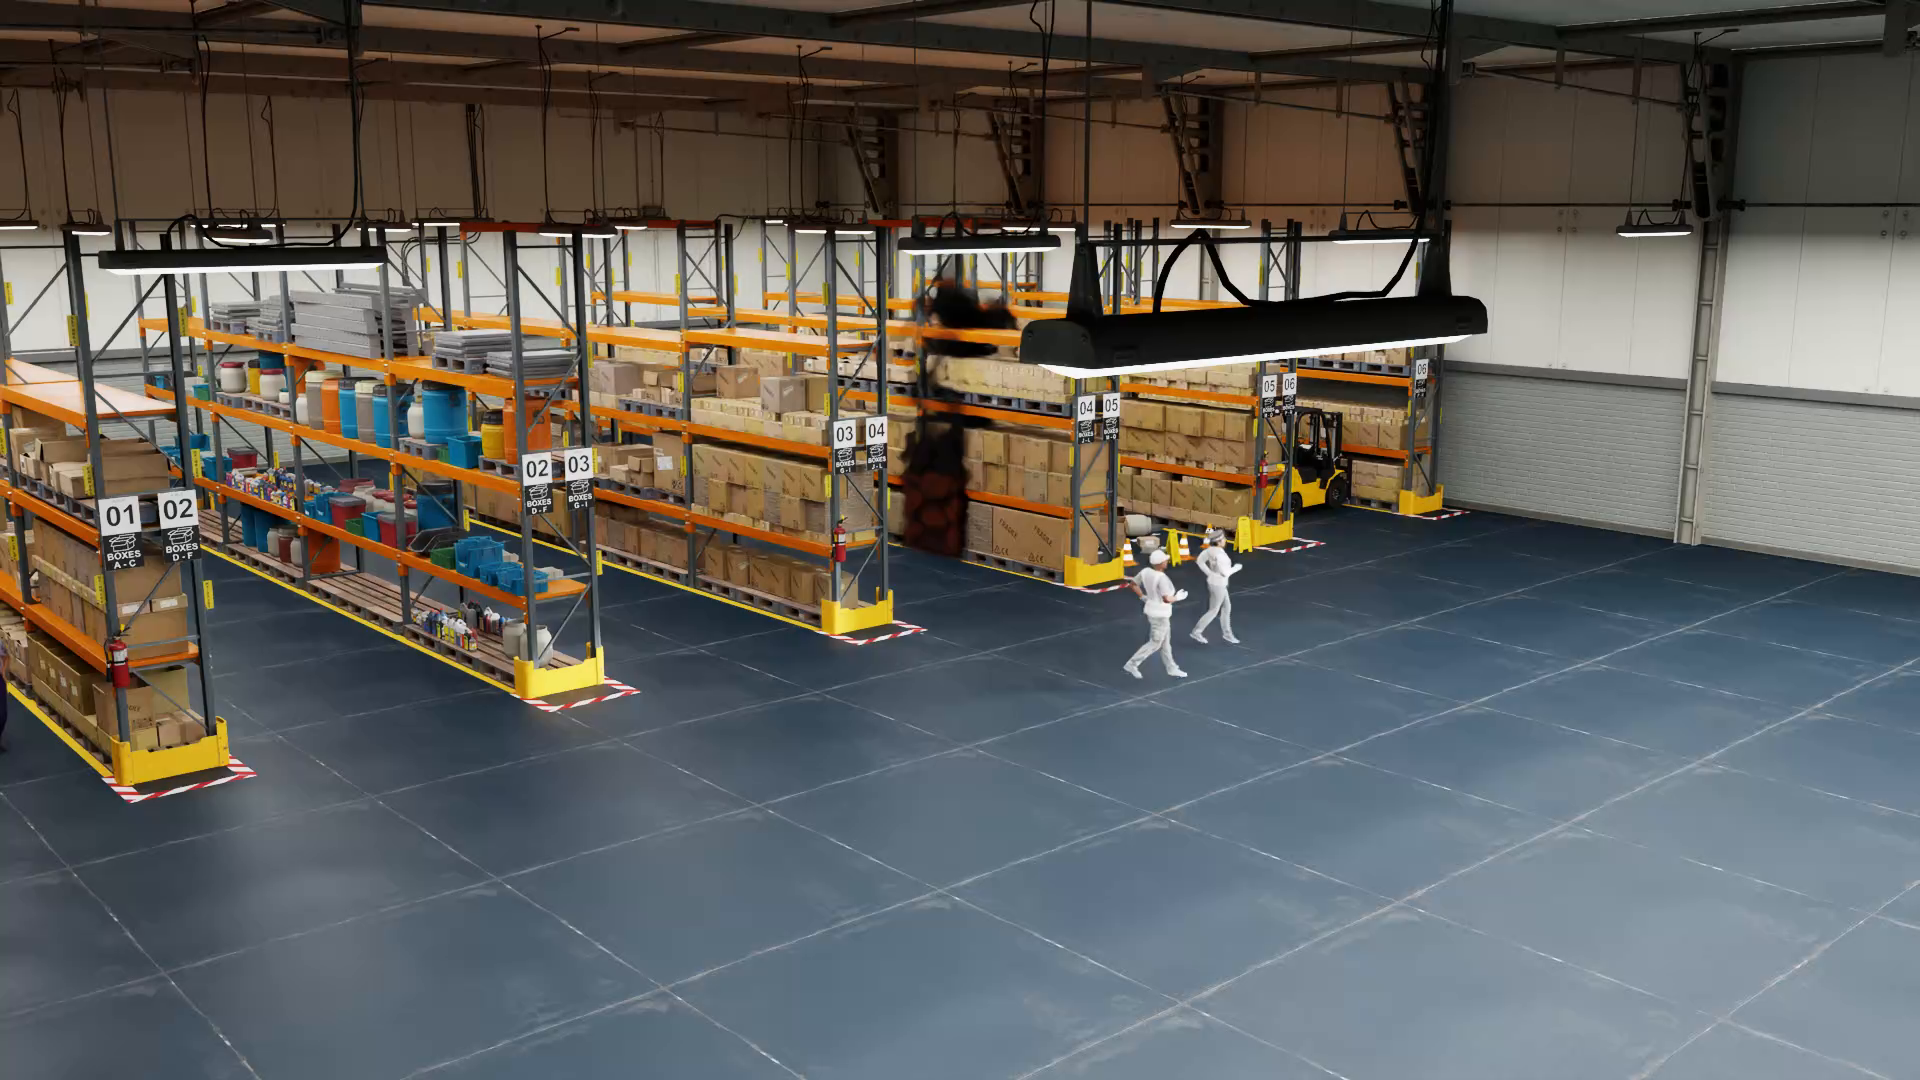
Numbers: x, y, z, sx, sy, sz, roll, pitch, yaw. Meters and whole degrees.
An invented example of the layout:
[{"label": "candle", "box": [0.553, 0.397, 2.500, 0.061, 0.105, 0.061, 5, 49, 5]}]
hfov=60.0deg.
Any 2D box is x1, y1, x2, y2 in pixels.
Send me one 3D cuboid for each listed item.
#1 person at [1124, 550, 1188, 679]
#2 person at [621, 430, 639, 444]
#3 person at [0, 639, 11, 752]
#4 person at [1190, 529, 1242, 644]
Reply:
[{"label": "person", "box": [2.643, 1.012, 22.213, 0.978, 1.787, 0.682, -3, 12, -16]}, {"label": "person", "box": [-8.359, -2.831, 41.719, 0.762, 1.718, 0.551, -10, 15, -41]}, {"label": "person", "box": [-11.363, 1.703, 19.423, 0.547, 1.603, 0.607, 9, 15, 38]}, {"label": "person", "box": [3.716, 0.695, 24.077, 0.784, 1.725, 0.600, -1, 11, -5]}]
